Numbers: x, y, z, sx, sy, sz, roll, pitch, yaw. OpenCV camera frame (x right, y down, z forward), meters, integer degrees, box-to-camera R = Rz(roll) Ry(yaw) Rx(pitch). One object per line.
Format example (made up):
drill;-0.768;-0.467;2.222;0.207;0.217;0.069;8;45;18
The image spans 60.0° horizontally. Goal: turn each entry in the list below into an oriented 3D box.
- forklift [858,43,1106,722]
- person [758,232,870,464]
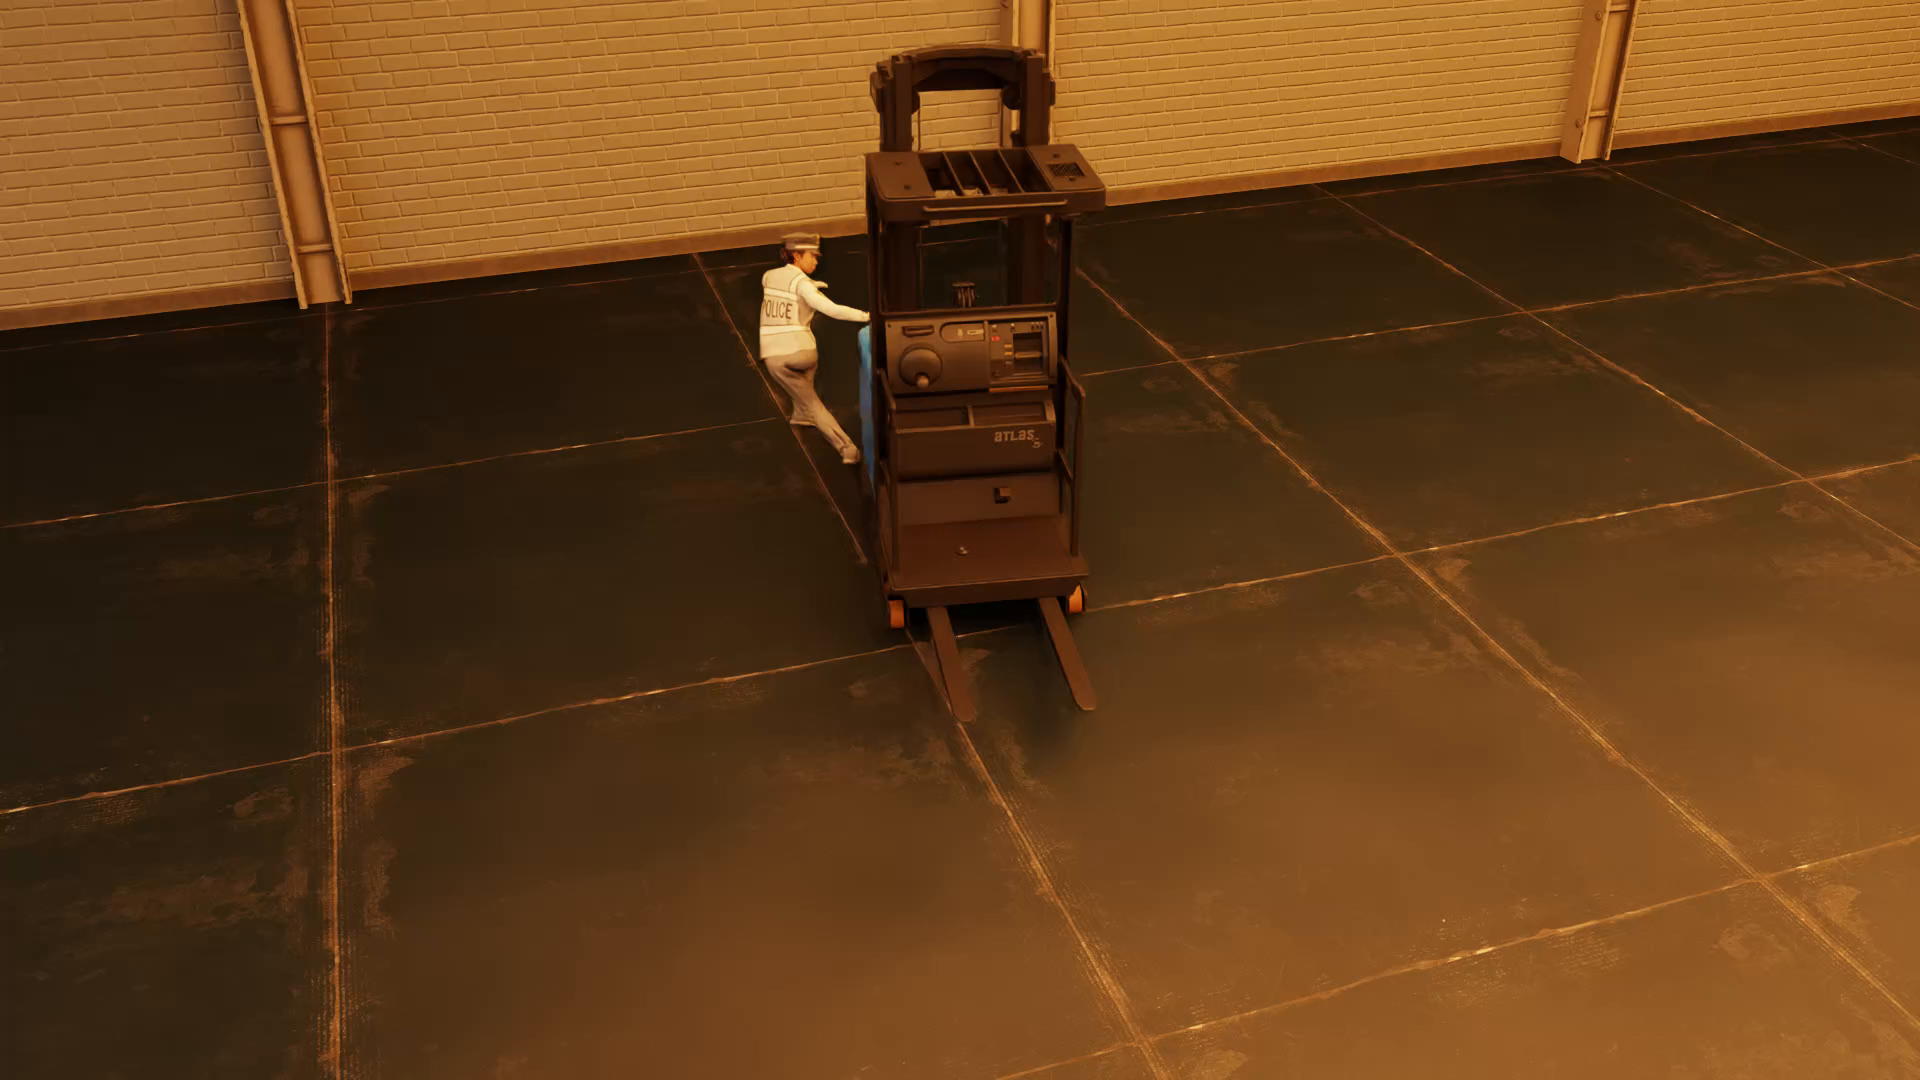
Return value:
forklift;0.098;-0.970;8.773;1.130;2.935;3.031;-4;30;-8
person;-0.885;-1.289;10.833;0.885;1.461;0.976;7;31;11
